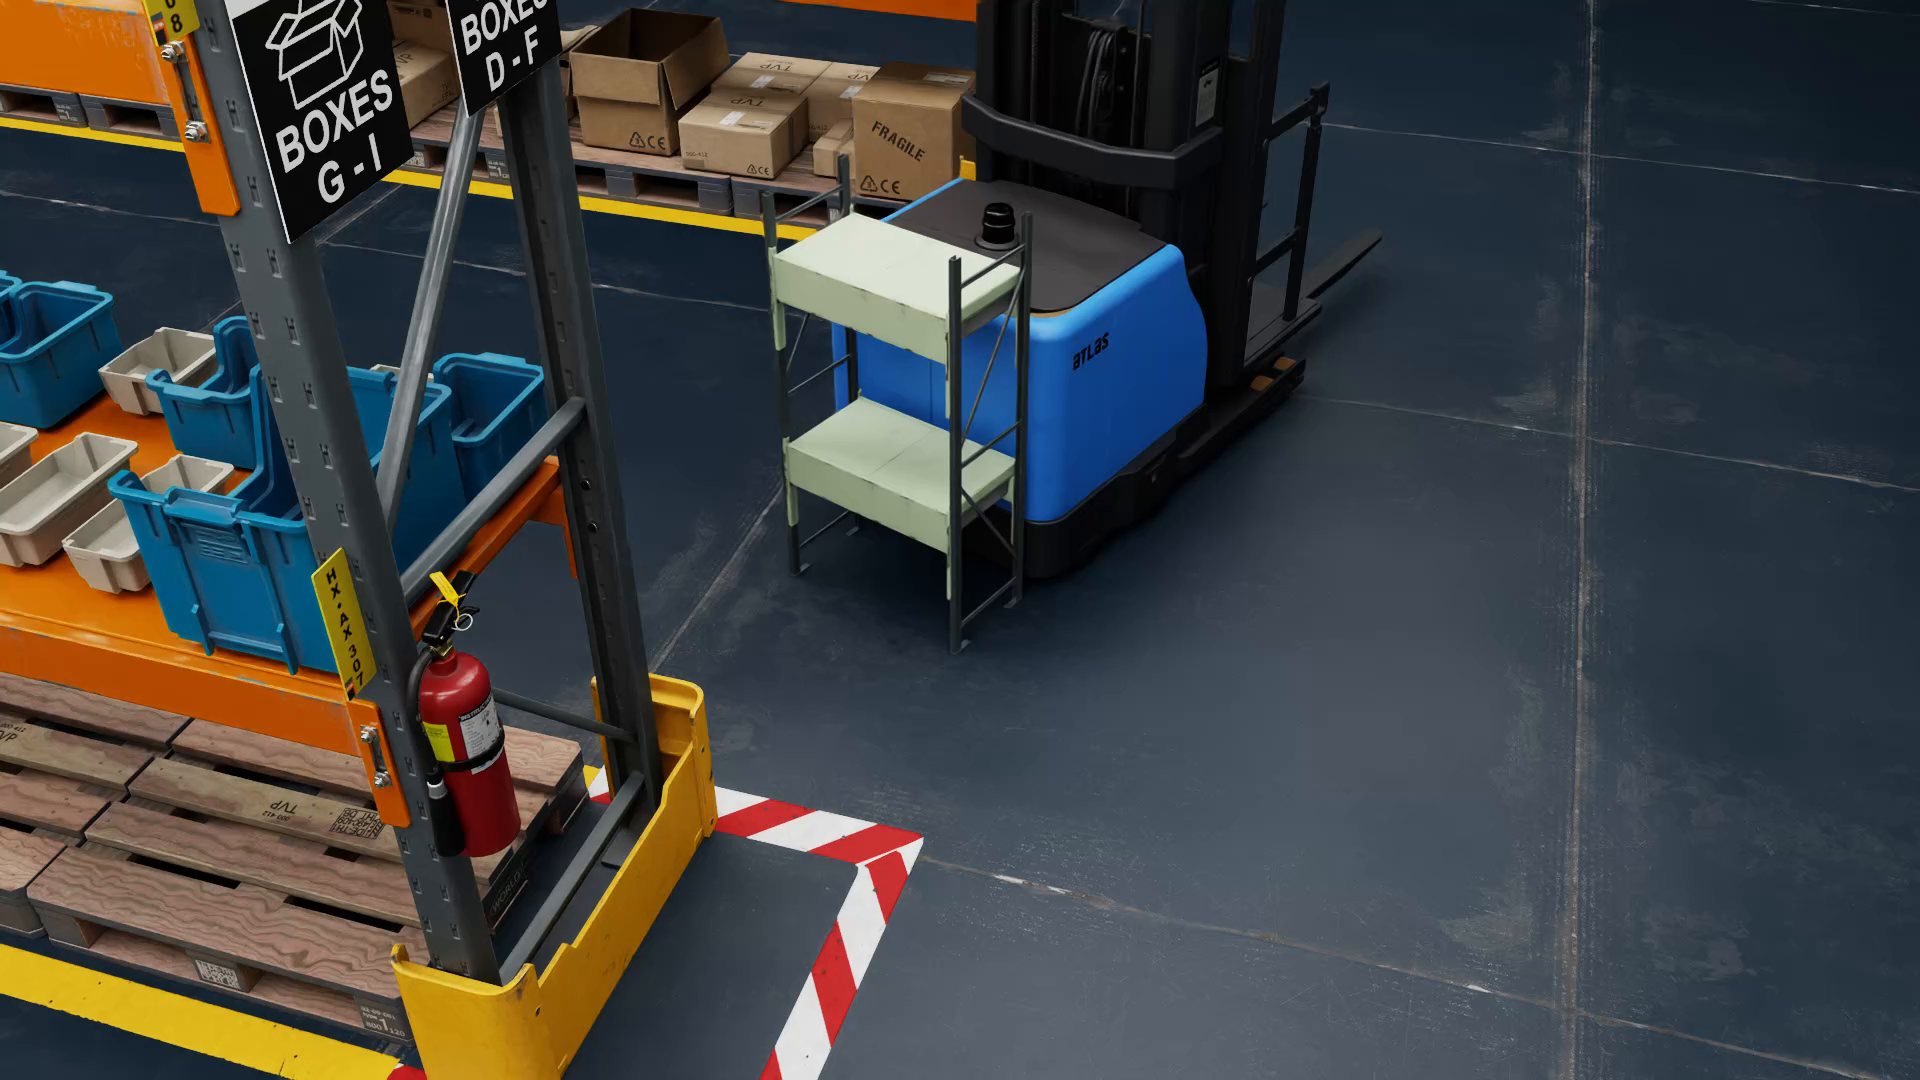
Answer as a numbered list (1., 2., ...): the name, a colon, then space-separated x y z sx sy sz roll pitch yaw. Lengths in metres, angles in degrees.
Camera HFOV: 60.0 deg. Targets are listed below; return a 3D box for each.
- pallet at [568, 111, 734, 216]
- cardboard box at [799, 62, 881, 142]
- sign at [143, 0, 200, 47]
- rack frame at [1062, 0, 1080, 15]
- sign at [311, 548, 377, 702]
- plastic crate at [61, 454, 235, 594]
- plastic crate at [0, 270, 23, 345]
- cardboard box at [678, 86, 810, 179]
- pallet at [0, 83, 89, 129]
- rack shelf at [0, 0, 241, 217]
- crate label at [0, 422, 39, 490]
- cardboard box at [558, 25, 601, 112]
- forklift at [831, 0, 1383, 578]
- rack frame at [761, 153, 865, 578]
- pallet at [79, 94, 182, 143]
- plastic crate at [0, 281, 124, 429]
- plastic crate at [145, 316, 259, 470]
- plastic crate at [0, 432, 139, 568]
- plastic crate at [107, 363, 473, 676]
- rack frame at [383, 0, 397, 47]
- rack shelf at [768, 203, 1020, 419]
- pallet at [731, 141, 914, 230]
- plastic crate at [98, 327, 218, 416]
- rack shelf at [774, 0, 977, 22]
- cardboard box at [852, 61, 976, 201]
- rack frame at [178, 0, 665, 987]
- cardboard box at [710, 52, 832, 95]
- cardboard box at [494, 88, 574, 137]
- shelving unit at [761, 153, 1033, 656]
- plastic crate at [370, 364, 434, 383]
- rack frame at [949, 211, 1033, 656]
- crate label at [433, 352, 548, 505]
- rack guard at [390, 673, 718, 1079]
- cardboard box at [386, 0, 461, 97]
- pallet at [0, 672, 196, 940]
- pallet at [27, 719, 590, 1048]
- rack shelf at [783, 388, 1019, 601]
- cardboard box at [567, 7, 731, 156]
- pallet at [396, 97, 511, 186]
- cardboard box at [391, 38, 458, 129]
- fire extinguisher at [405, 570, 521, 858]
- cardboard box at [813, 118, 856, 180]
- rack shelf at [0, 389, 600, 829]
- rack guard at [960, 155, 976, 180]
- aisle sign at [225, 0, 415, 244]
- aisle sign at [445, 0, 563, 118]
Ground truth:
1. pallet: -1.602 -2.125 8.959 1.213 0.211 1.003 10 38 14
2. cardboard box: -0.520 -2.292 8.782 0.500 0.250 0.500 10 38 14
3. sign: -1.237 -0.927 2.537 0.005 0.325 0.100 10 38 14
4. rack frame: 0.392 -2.877 7.629 0.127 3.000 1.000 10 38 14
5. sign: -1.237 0.173 3.347 0.005 0.325 0.100 10 38 14
6. plastic crate: -1.921 -0.035 3.939 0.243 0.136 0.396 10 38 14
7. plastic crate: -2.769 -0.548 4.554 0.300 0.233 0.416 10 38 14
8. cardboard box: -1.098 -2.089 8.506 0.500 0.250 0.500 10 38 14
9. pallet: -5.382 -2.798 9.874 1.213 0.211 1.003 10 38 14
10. rack shelf: -2.998 -1.347 3.626 4.000 0.370 1.077 10 38 14
11. crate label: -2.466 -0.130 4.068 0.243 0.136 0.396 10 38 14
12. cardboard box: -2.082 -2.606 9.157 0.500 0.311 0.500 10 38 14
13. forklift: 0.812 -1.861 6.305 1.130 2.935 3.031 24 43 29
14. rack frame: -0.491 -0.563 5.750 0.023 1.500 0.400 24 43 29
15. pallet: -4.214 -2.584 9.582 1.213 0.211 1.003 10 38 14
16. plastic crate: -2.483 -0.495 4.482 0.300 0.233 0.416 10 38 14
17. plastic crate: -1.854 -0.378 4.324 0.300 0.233 0.416 10 38 14
18. plastic crate: -2.193 -0.094 4.020 0.243 0.136 0.396 10 38 14
19. plastic crate: -1.464 -0.067 3.730 0.499 0.435 0.616 10 38 14
20. rack frame: -3.426 -3.584 8.589 0.127 3.000 1.000 10 38 14
21. rack shelf: -0.198 -0.747 5.342 0.720 0.370 0.431 24 43 29
22. pallet: -0.442 -1.908 8.664 1.213 0.211 1.003 10 38 14
23. plastic crate: -2.155 -0.447 4.498 0.298 0.136 0.250 10 38 14
24. rack shelf: -1.517 -2.941 8.322 4.000 0.370 1.077 10 38 14
25. cardboard box: -0.200 -2.004 8.180 0.500 0.500 0.500 10 38 14
26. rack frame: -1.089 -0.075 3.822 0.127 3.000 1.000 10 38 14
27. cardboard box: -0.997 -2.380 8.902 0.500 0.250 0.500 10 38 14
28. cardboard box: -2.261 -2.277 8.832 0.250 0.166 0.380 10 38 14
29. shelving unit: -0.198 -0.433 5.573 0.755 1.500 0.431 24 43 29
30. plastic crate: -1.507 -0.327 4.335 0.298 0.136 0.250 10 38 14
31. rack frame: 0.095 -0.303 5.396 0.023 1.500 0.400 24 43 29
32. crate label: -1.226 -0.262 4.166 0.303 0.233 0.416 10 38 14
33. rack guard: -1.062 0.928 4.567 0.348 0.500 1.175 10 38 14
34. cardboard box: -2.798 -2.815 9.281 0.500 0.500 0.500 10 38 14
35. pallet: -3.025 0.663 5.171 1.213 0.211 1.003 10 38 14
36. pallet: -1.864 0.880 4.876 1.213 0.211 1.003 10 38 14
37. rack shelf: -0.198 -0.171 5.766 0.720 0.370 0.431 24 43 29
38. cardboard box: -1.631 -2.427 8.752 0.637 0.503 0.797 10 38 14
39. pallet: -2.771 -2.339 9.250 1.213 0.211 1.003 10 38 14
40. cardboard box: -3.090 -2.482 8.989 0.500 0.311 0.500 10 38 14
41. fire extinguisher: -1.080 0.390 3.570 0.183 0.674 0.296 10 38 14
42. cardboard box: -0.560 -1.993 8.446 0.250 0.166 0.380 10 38 14
43. rack shelf: -2.998 -0.139 4.515 4.000 0.370 1.077 10 38 14
44. rack guard: 0.320 -1.884 8.388 0.348 0.500 1.175 10 38 14
45. aisle sign: -1.107 -0.944 2.809 0.004 0.787 0.394 10 38 14
46. aisle sign: -0.931 -1.278 3.262 0.004 0.787 0.394 10 38 14
